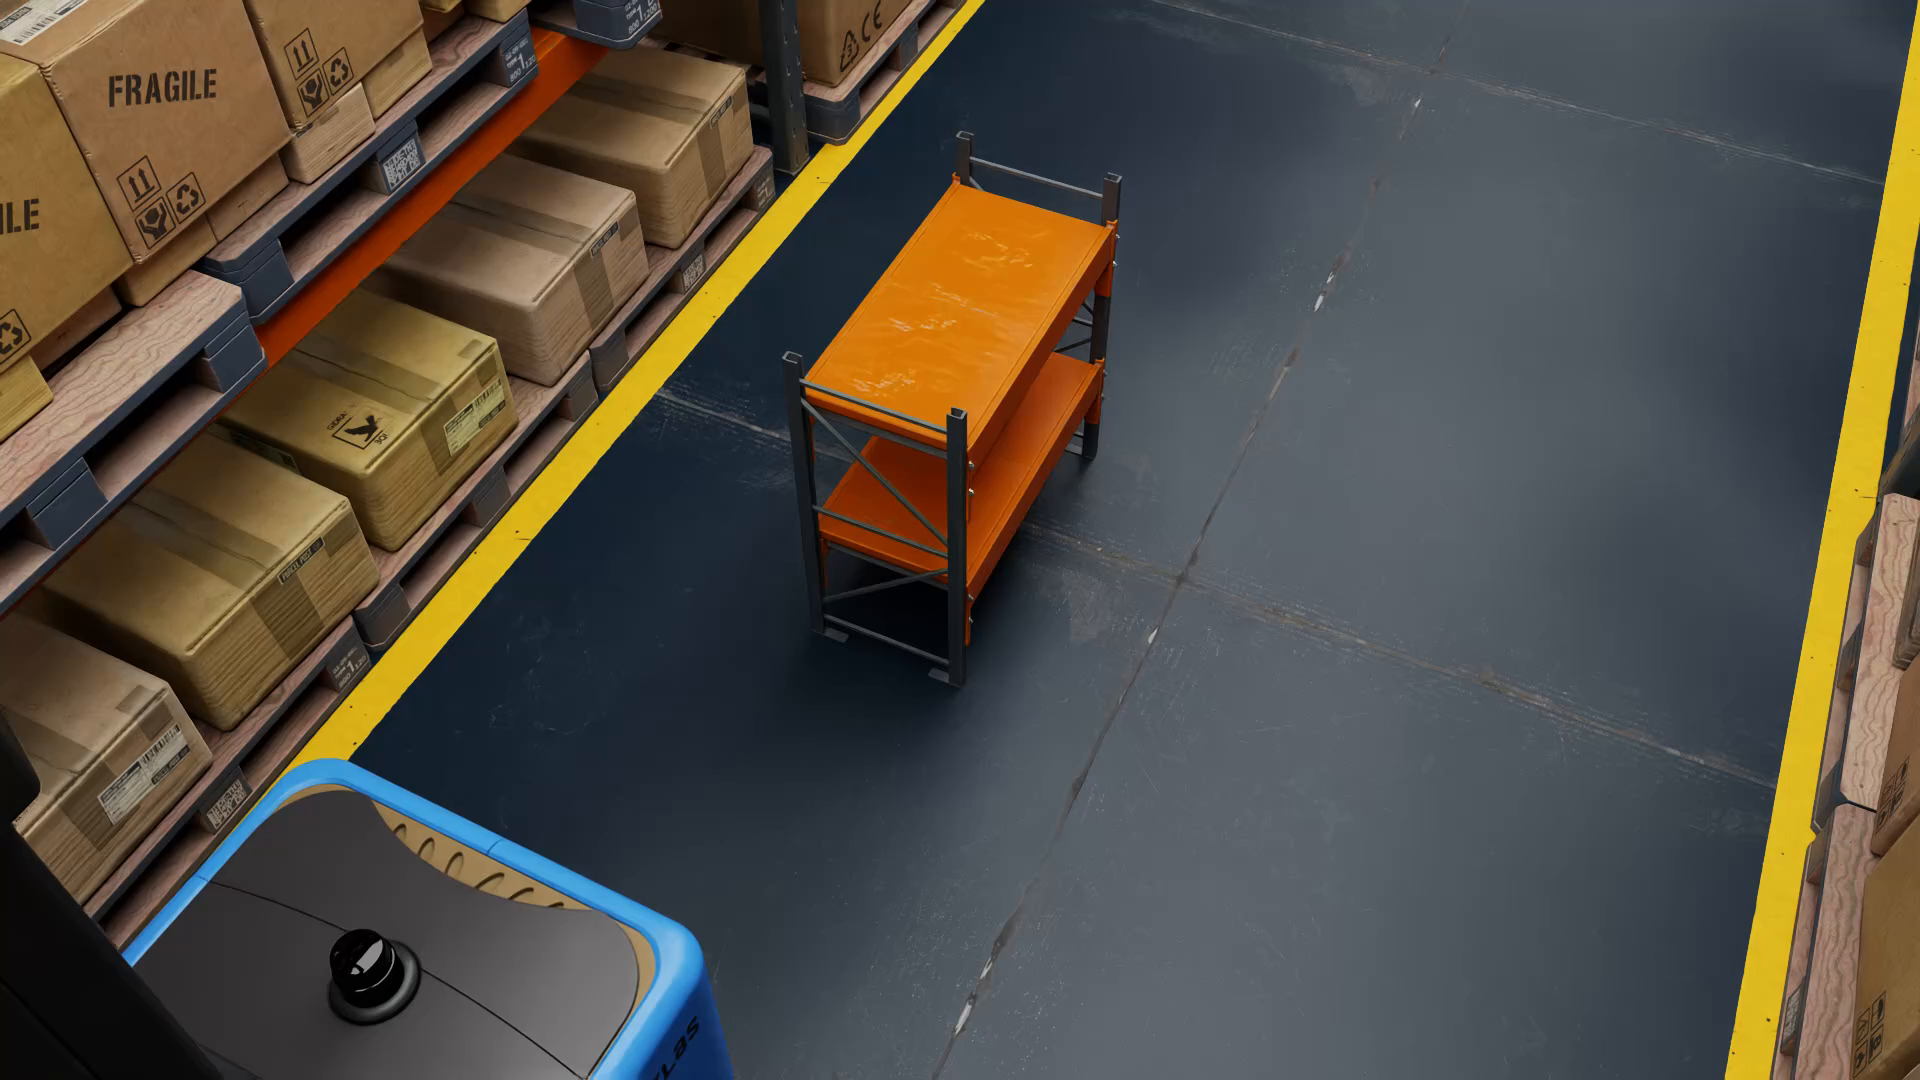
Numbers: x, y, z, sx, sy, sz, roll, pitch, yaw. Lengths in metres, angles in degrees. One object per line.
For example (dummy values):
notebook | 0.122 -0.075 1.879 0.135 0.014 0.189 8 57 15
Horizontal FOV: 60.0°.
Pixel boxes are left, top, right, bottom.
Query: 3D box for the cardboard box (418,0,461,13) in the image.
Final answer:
cardboard box | -1.433 -1.733 4.219 0.500 0.500 0.500 17 52 14

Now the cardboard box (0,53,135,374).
cardboard box | -2.101 -0.665 3.309 0.500 0.500 0.500 20 52 16

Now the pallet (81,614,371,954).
pallet | -2.443 0.542 4.650 1.003 0.211 1.213 20 52 16

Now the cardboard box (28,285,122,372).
cardboard box | -2.086 -0.547 3.635 0.380 0.149 0.250 23 53 18

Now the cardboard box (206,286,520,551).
cardboard box | -1.953 -0.447 5.110 0.950 0.372 0.625 21 53 17

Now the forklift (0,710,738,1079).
forklift | -1.595 1.349 2.178 1.130 2.935 3.031 21 53 17

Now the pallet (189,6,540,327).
pallet | -1.874 -1.141 4.377 1.003 0.211 1.213 20 52 16

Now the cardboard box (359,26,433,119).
cardboard box | -1.583 -1.239 4.224 0.380 0.149 0.250 18 52 15

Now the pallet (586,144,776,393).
pallet | -1.400 -1.138 6.080 1.003 0.211 1.213 20 52 16

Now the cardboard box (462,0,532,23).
cardboard box | -1.328 -1.571 4.506 0.380 0.149 0.250 21 53 17

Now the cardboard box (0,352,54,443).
cardboard box | -2.137 -0.327 3.448 0.380 0.149 0.250 21 53 17

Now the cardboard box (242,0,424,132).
cardboard box | -1.668 -1.358 3.899 0.500 0.500 0.500 18 52 15

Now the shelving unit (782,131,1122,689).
shelving unit | 0.003 -0.369 4.826 0.538 1.125 1.048 20 52 16

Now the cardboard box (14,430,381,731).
cardboard box | -2.248 0.032 4.703 0.950 0.372 0.625 23 53 18

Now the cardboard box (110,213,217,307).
cardboard box | -1.938 -0.710 3.774 0.380 0.149 0.250 21 53 17

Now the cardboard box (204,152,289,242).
cardboard box | -1.831 -0.880 3.918 0.380 0.149 0.250 20 53 16

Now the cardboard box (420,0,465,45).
cardboard box | -1.550 -1.439 4.394 0.380 0.149 0.250 20 53 16

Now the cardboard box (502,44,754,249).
cardboard box | -1.315 -1.478 5.988 0.950 0.372 0.625 17 52 14

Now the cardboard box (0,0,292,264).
cardboard box | -1.877 -1.000 3.595 0.500 0.500 0.500 20 52 16

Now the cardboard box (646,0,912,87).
cardboard box | -0.695 -2.476 6.506 0.875 0.875 0.875 19 52 16

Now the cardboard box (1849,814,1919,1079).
cardboard box | 2.586 1.008 3.706 0.875 0.625 0.625 18 52 15

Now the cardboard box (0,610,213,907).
cardboard box | -2.552 0.529 4.280 0.950 0.372 0.625 20 53 17

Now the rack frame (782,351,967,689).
rack frame | -0.214 -0.019 4.528 0.500 1.125 0.032 20 52 16

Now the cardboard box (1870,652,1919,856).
cardboard box | 2.874 0.544 4.101 0.875 0.625 0.625 21 53 17

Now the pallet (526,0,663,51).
pallet | -1.273 -1.992 5.101 1.213 0.211 1.003 20 52 16

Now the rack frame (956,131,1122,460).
rack frame | 0.220 -0.719 5.123 0.500 1.125 0.032 20 52 16

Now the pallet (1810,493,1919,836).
pallet | 3.037 0.491 4.694 1.003 0.211 1.213 20 52 16

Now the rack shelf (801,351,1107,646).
rack shelf | 0.003 -0.211 5.012 0.538 0.278 1.000 20 52 16

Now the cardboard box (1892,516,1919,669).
cardboard box | 3.146 0.092 4.486 0.875 0.625 0.625 21 53 17

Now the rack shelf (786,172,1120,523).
rack shelf | 0.003 -0.559 4.603 0.538 0.278 1.000 20 52 16

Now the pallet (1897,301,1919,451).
pallet | 3.778 -0.565 5.592 1.003 0.211 1.213 20 52 16

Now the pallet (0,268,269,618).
pallet | -2.316 -0.242 3.612 1.003 0.211 1.213 20 52 16

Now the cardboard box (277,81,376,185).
cardboard box | -1.670 -1.046 4.060 0.380 0.149 0.250 22 53 17

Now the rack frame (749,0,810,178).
rack frame | -1.065 -2.579 5.475 1.000 3.000 0.127 20 52 16

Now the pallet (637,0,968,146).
pallet | -0.660 -2.194 6.978 1.003 0.211 1.213 20 52 16

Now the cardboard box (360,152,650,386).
cardboard box | -1.623 -0.967 5.553 0.950 0.372 0.625 19 52 15

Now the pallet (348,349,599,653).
pallet | -1.923 -0.301 5.368 1.003 0.211 1.213 20 52 16

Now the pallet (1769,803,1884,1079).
pallet | 2.515 1.328 3.981 1.003 0.211 1.213 20 52 16

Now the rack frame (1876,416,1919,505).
rack frame | 3.424 -0.967 4.103 1.000 3.000 0.127 20 52 16
